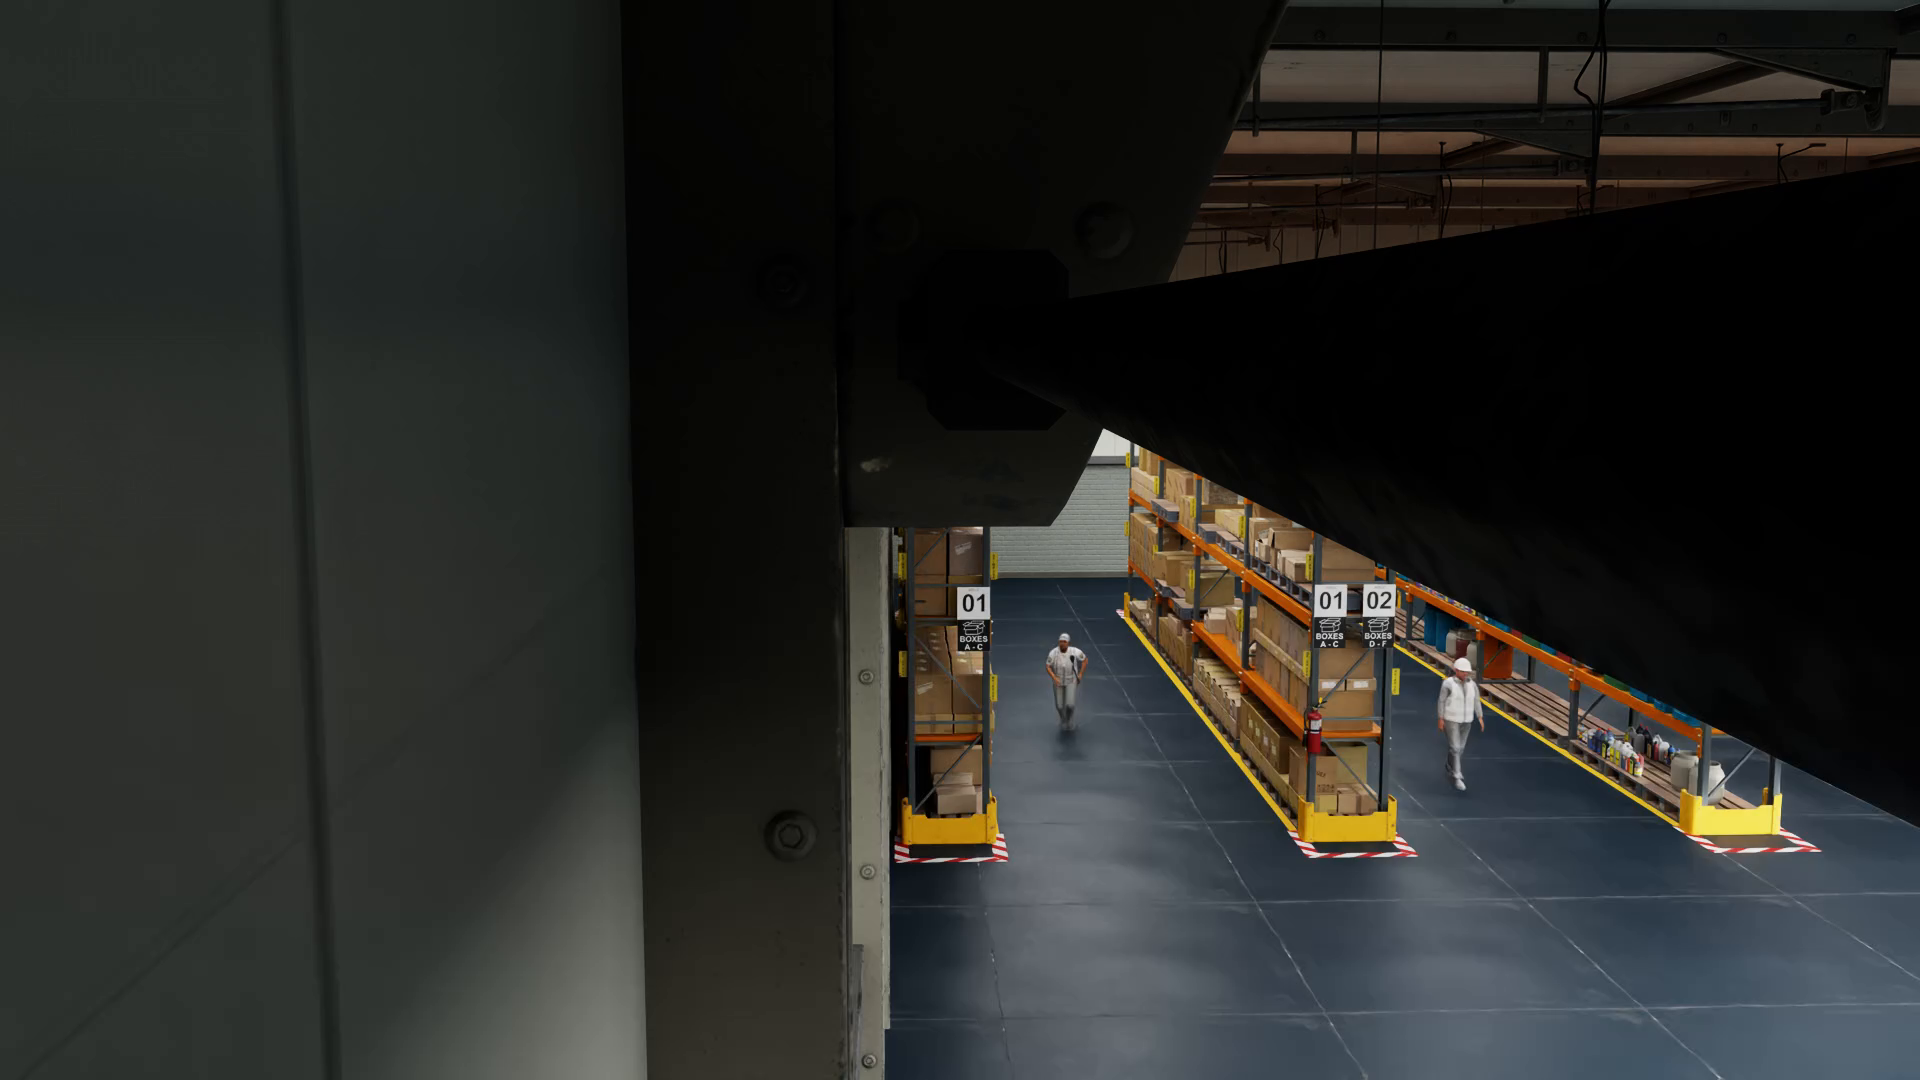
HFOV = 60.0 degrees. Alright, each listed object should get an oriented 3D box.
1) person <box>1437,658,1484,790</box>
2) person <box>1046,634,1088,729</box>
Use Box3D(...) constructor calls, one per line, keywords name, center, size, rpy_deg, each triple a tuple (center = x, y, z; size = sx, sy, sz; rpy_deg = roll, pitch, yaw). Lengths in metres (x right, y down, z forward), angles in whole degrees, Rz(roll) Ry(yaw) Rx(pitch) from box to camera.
Box3D(name="person", center=(6.943, 2.509, 23.067), size=(0.587, 1.780, 0.705), rpy_deg=(-2, 8, -15))
Box3D(name="person", center=(1.670, 2.223, 26.007), size=(0.645, 1.585, 0.745), rpy_deg=(1, 7, 9))
